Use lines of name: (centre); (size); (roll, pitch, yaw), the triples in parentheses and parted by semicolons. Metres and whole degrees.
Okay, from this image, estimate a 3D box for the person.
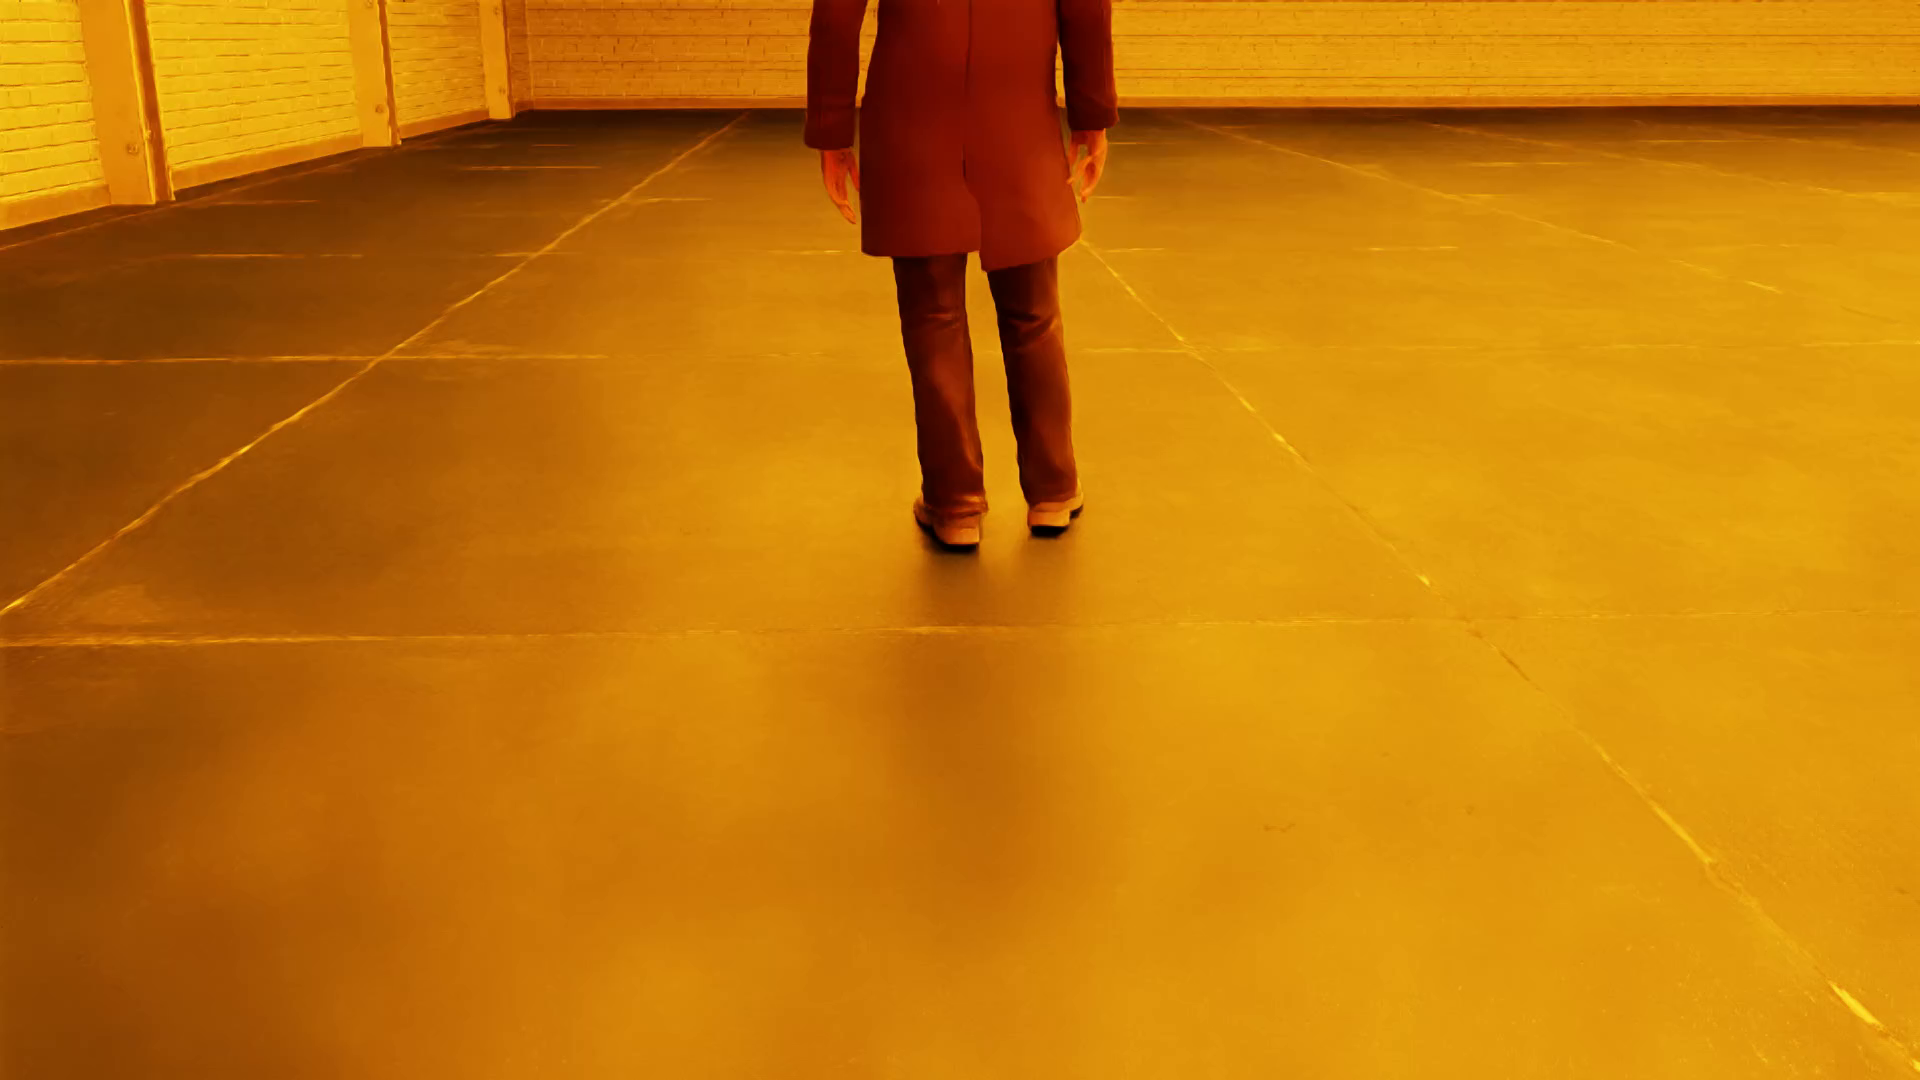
person: (0.000, -0.884, 3.743); (0.694, 1.776, 0.580); (-1, 17, -3)
